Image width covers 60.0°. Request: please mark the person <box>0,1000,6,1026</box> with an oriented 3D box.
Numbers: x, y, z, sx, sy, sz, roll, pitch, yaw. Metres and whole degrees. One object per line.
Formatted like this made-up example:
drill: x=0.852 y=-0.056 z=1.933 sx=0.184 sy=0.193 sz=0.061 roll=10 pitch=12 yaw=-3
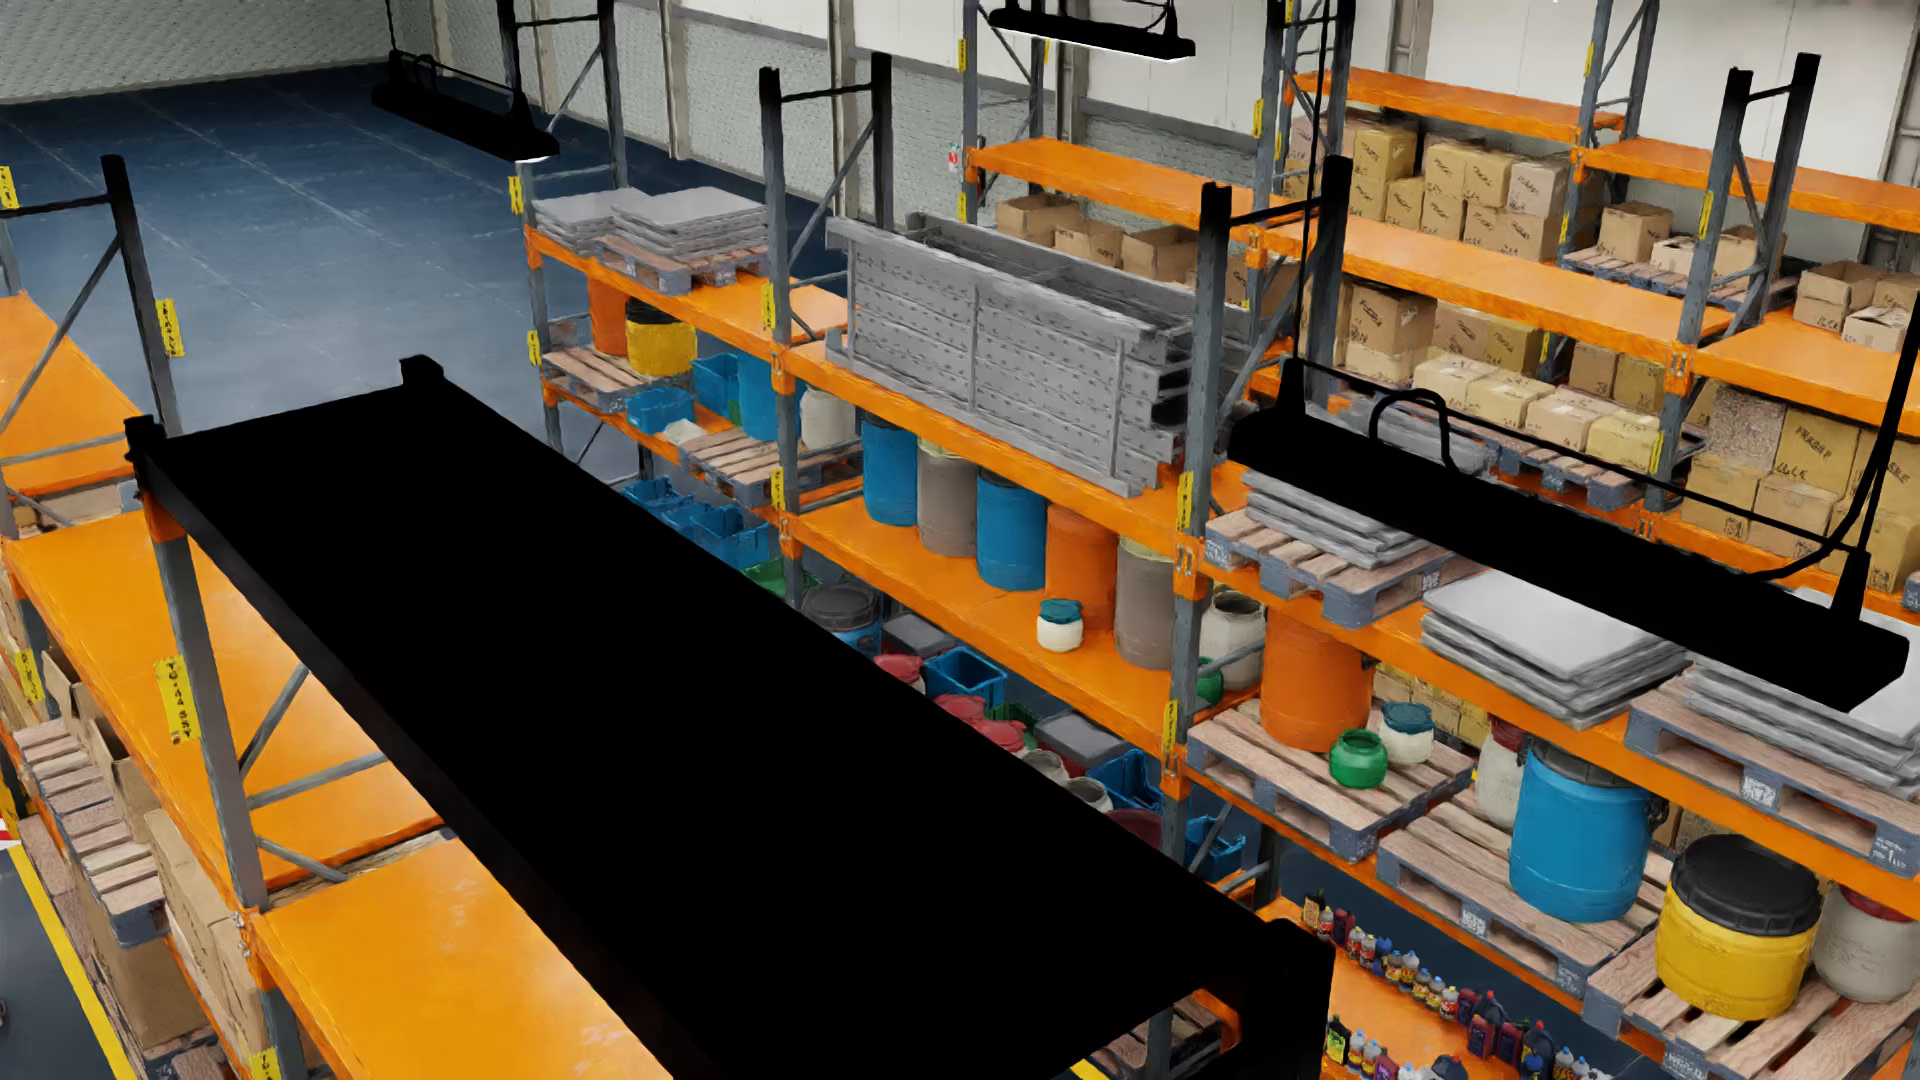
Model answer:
person: x=-6.810 y=2.612 z=11.037 sx=0.598 sy=1.619 sz=0.506 roll=-21 pitch=33 yaw=-36
